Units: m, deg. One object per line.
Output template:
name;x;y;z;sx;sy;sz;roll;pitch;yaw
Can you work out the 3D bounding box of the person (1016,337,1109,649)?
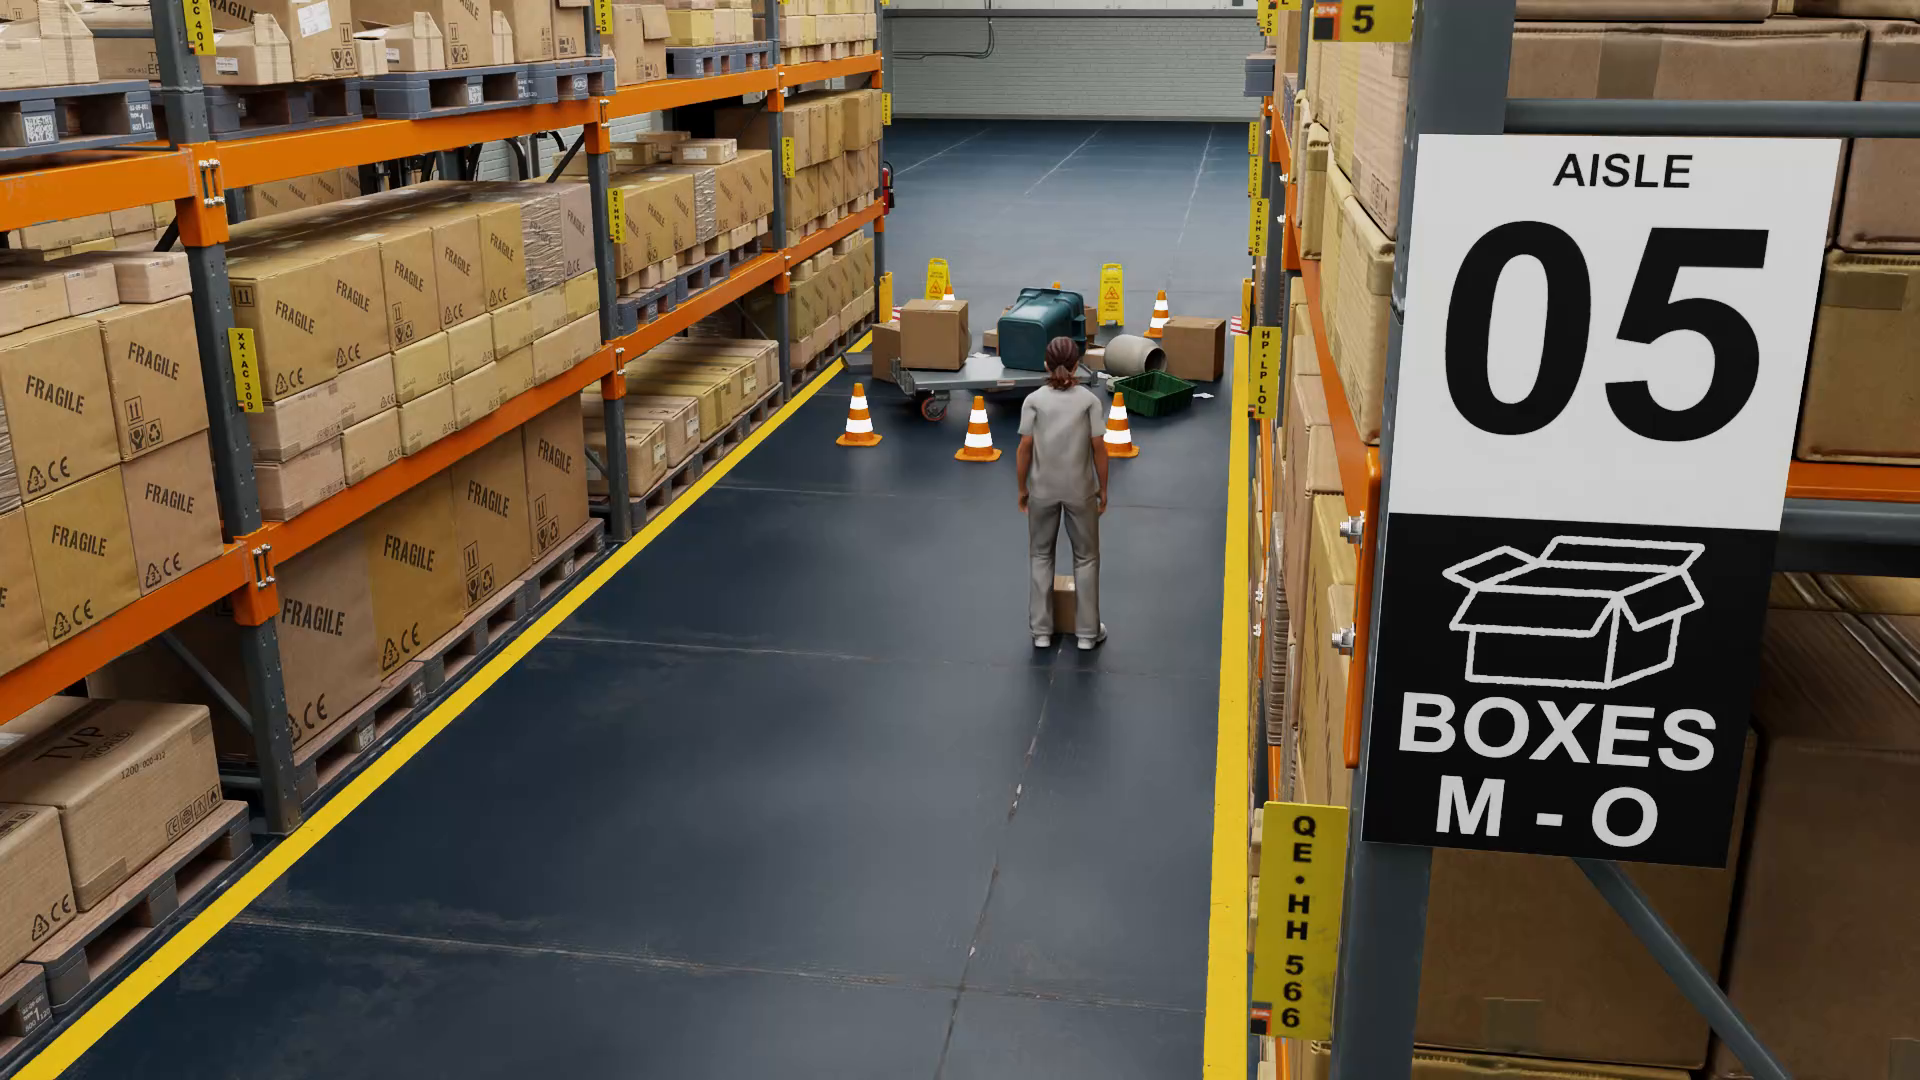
person;0.547;-0.242;8.806;0.498;1.671;0.361;2;18;7
